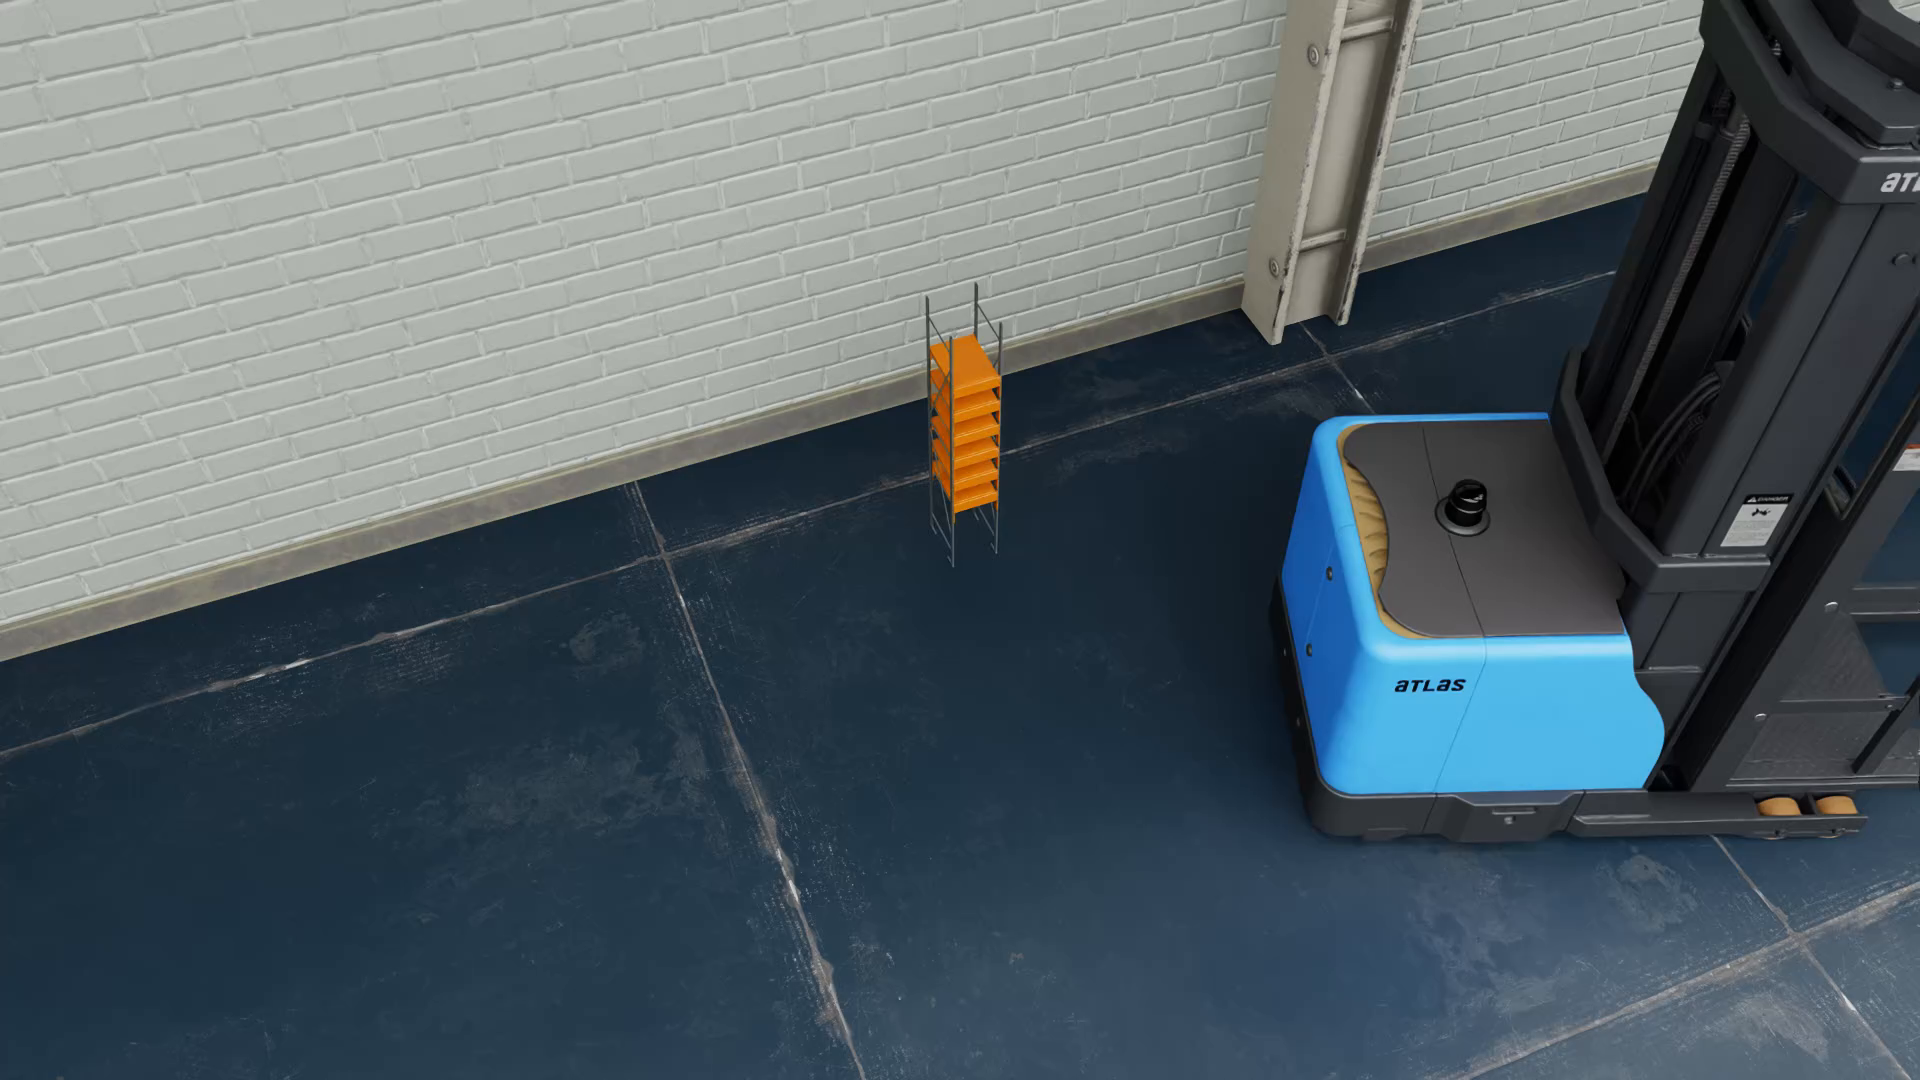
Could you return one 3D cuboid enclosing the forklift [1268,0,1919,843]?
[{"bbox_3d":[2.686,-0.332,4.944,3.031,2.935,1.130,-1,49,-1],"label":"forklift"}]

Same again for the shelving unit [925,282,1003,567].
[{"bbox_3d":[0.013,-0.395,6.139,0.189,1.200,0.258,-17,52,-14],"label":"shelving unit"}]

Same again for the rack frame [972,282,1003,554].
[{"bbox_3d":[0.098,-0.421,6.162,0.006,1.200,0.240,-17,52,-14],"label":"rack frame"}]

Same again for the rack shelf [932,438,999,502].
[{"bbox_3d":[0.013,-0.288,6.264,0.180,0.103,0.258,-17,52,-14],"label":"rack shelf"}]

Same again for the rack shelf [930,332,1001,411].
[{"bbox_3d":[0.013,-0.601,5.900,0.180,0.103,0.258,-17,52,-14],"label":"rack shelf"}]

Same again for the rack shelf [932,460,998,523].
[{"bbox_3d":[0.013,-0.210,6.355,0.180,0.103,0.258,-17,52,-14],"label":"rack shelf"}]

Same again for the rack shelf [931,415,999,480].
[{"bbox_3d":[0.013,-0.366,6.173,0.180,0.103,0.258,-17,52,-14],"label":"rack shelf"}]

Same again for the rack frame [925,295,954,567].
[{"bbox_3d":[-0.071,-0.369,6.117,0.006,1.200,0.240,-17,52,-14],"label":"rack frame"}]

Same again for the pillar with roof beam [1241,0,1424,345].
[{"bbox_3d":[3.122,-0.930,1.458,0.400,9.000,9.100,-17,52,-14],"label":"pillar with roof beam"}]

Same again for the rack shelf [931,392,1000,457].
[{"bbox_3d":[0.013,-0.444,6.082,0.180,0.103,0.258,-17,52,-14],"label":"rack shelf"}]

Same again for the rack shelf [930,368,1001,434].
[{"bbox_3d":[0.013,-0.522,5.991,0.180,0.103,0.258,-17,52,-14],"label":"rack shelf"}]
